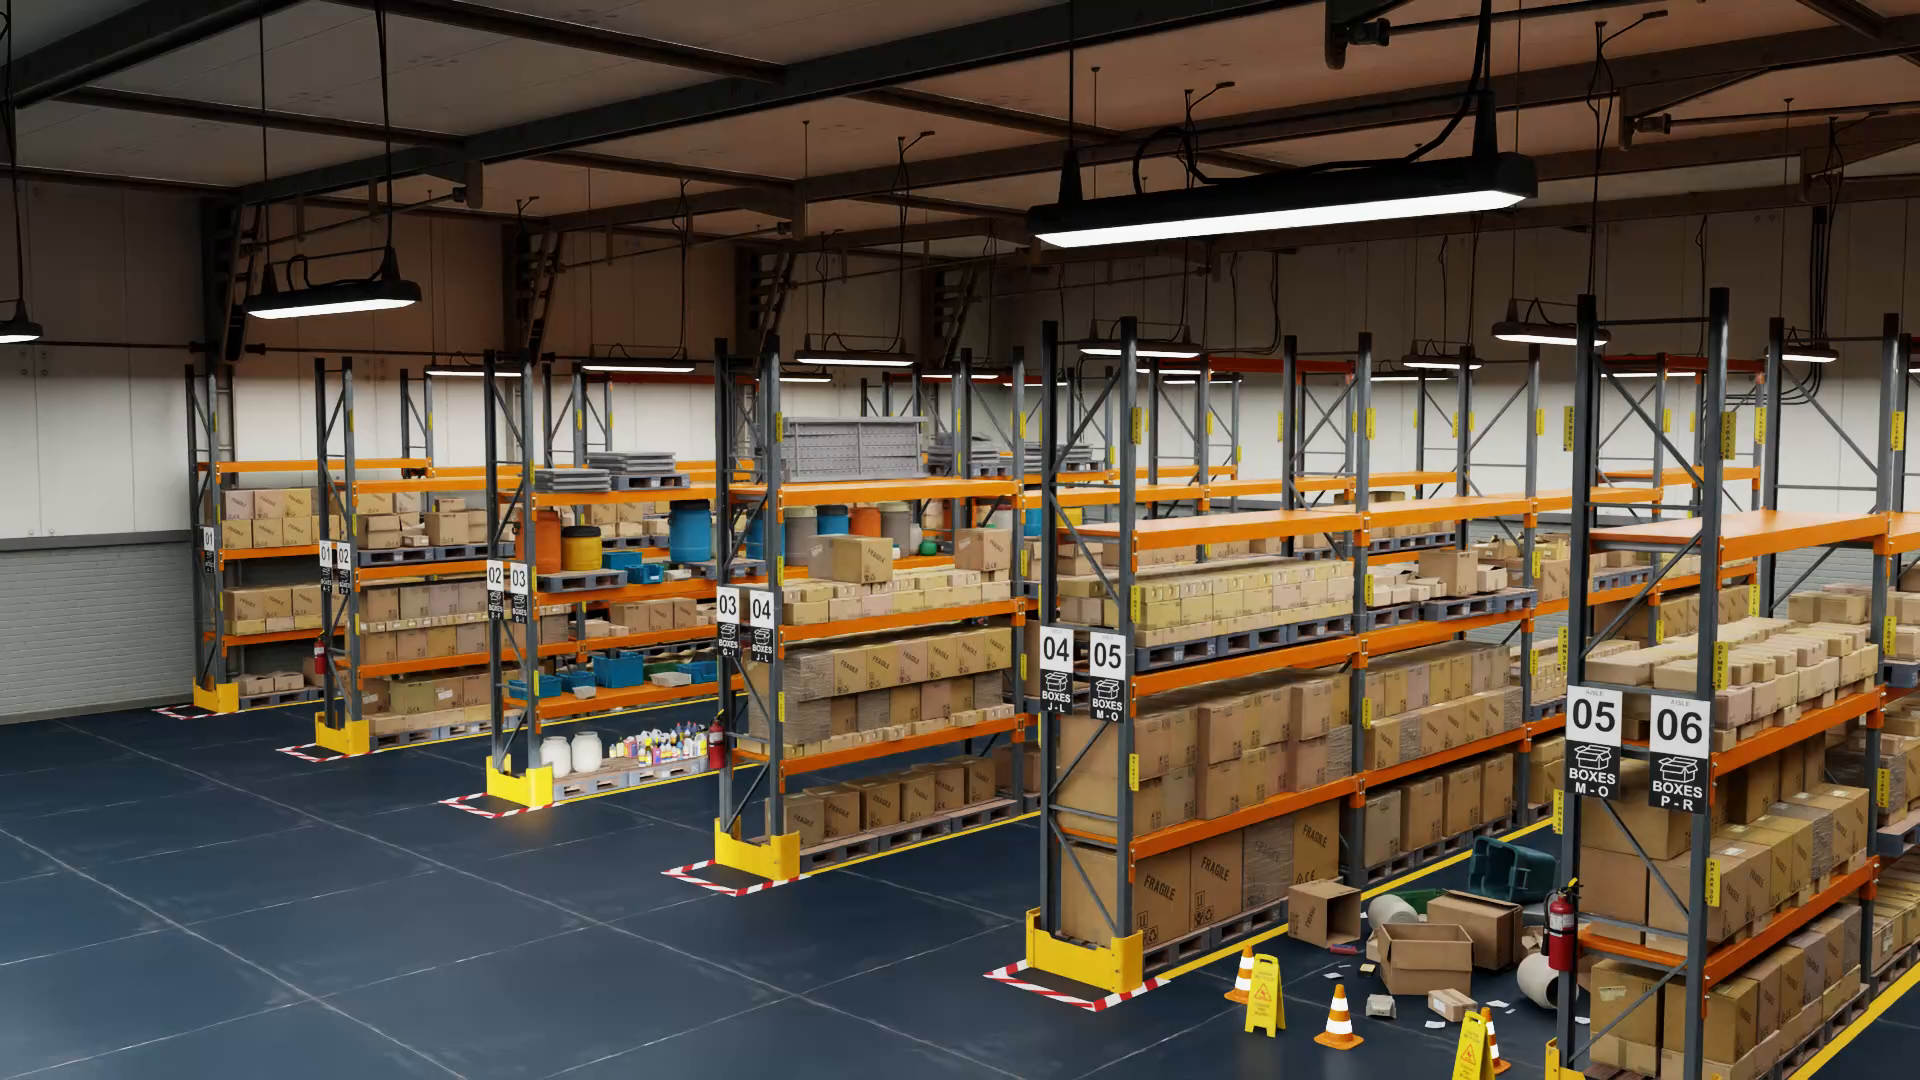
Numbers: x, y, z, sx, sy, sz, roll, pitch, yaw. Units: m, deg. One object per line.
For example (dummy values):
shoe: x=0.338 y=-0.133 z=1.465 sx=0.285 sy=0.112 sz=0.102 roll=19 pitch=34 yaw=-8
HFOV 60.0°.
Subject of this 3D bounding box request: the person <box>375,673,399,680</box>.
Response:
person: x=-9.937 y=2.174 z=28.725 sx=0.430 sy=1.533 sz=1.020 roll=1 pitch=4 yaw=10
